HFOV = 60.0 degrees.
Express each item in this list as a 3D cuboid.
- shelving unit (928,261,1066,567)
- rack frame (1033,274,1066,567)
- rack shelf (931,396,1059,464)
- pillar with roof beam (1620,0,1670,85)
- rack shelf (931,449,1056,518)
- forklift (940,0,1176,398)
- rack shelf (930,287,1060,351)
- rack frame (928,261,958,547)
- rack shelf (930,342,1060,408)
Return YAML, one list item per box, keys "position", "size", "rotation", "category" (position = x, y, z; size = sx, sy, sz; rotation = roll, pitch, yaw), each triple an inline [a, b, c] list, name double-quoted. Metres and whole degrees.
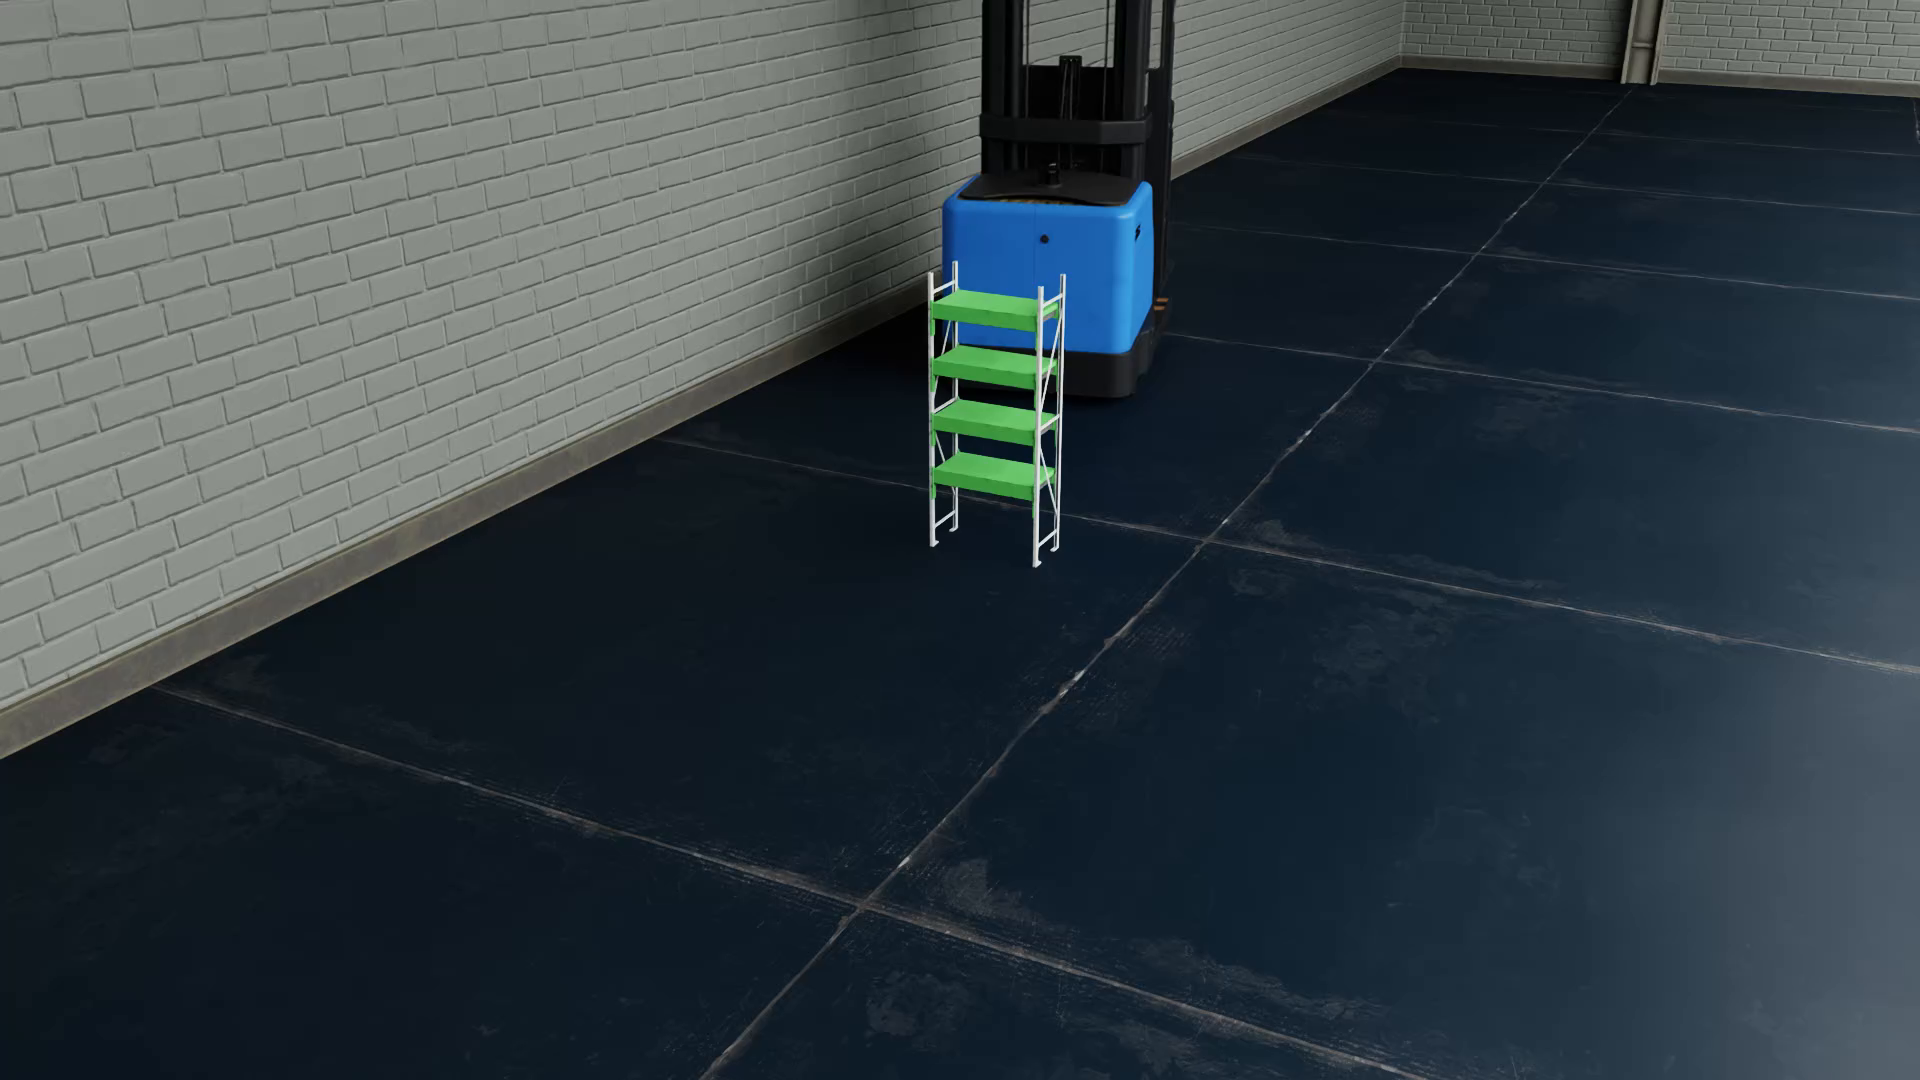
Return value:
- position: [0.148, -0.523, 6.946]
  size: [0.503, 1.200, 0.258]
  rotation: [11, 25, 25]
  category: "shelving unit"
- position: [0.365, -0.480, 6.845]
  size: [0.015, 1.200, 0.240]
  rotation: [11, 25, 25]
  category: "rack frame"
- position: [0.148, -0.464, 6.971]
  size: [0.480, 0.148, 0.258]
  rotation: [11, 25, 25]
  category: "rack shelf"
- position: [6.436, -8.286, 15.235]
  size: [0.400, 9.000, 9.100]
  rotation: [11, 25, 25]
  category: "pillar with roof beam"
- position: [0.148, -0.243, 7.065]
  size: [0.480, 0.148, 0.258]
  rotation: [11, 25, 25]
  category: "rack shelf"
- position: [0.719, -2.651, 9.740]
  size: [1.130, 2.935, 3.031]
  rotation: [5, 24, 12]
  category: "forklift"
- position: [0.148, -0.906, 6.784]
  size: [0.480, 0.148, 0.258]
  rotation: [11, 25, 25]
  category: "rack shelf"
- position: [-0.070, -0.566, 7.048]
  size: [0.015, 1.200, 0.240]
  rotation: [11, 25, 25]
  category: "rack frame"
- position: [0.148, -0.685, 6.878]
  size: [0.480, 0.148, 0.258]
  rotation: [11, 25, 25]
  category: "rack shelf"
